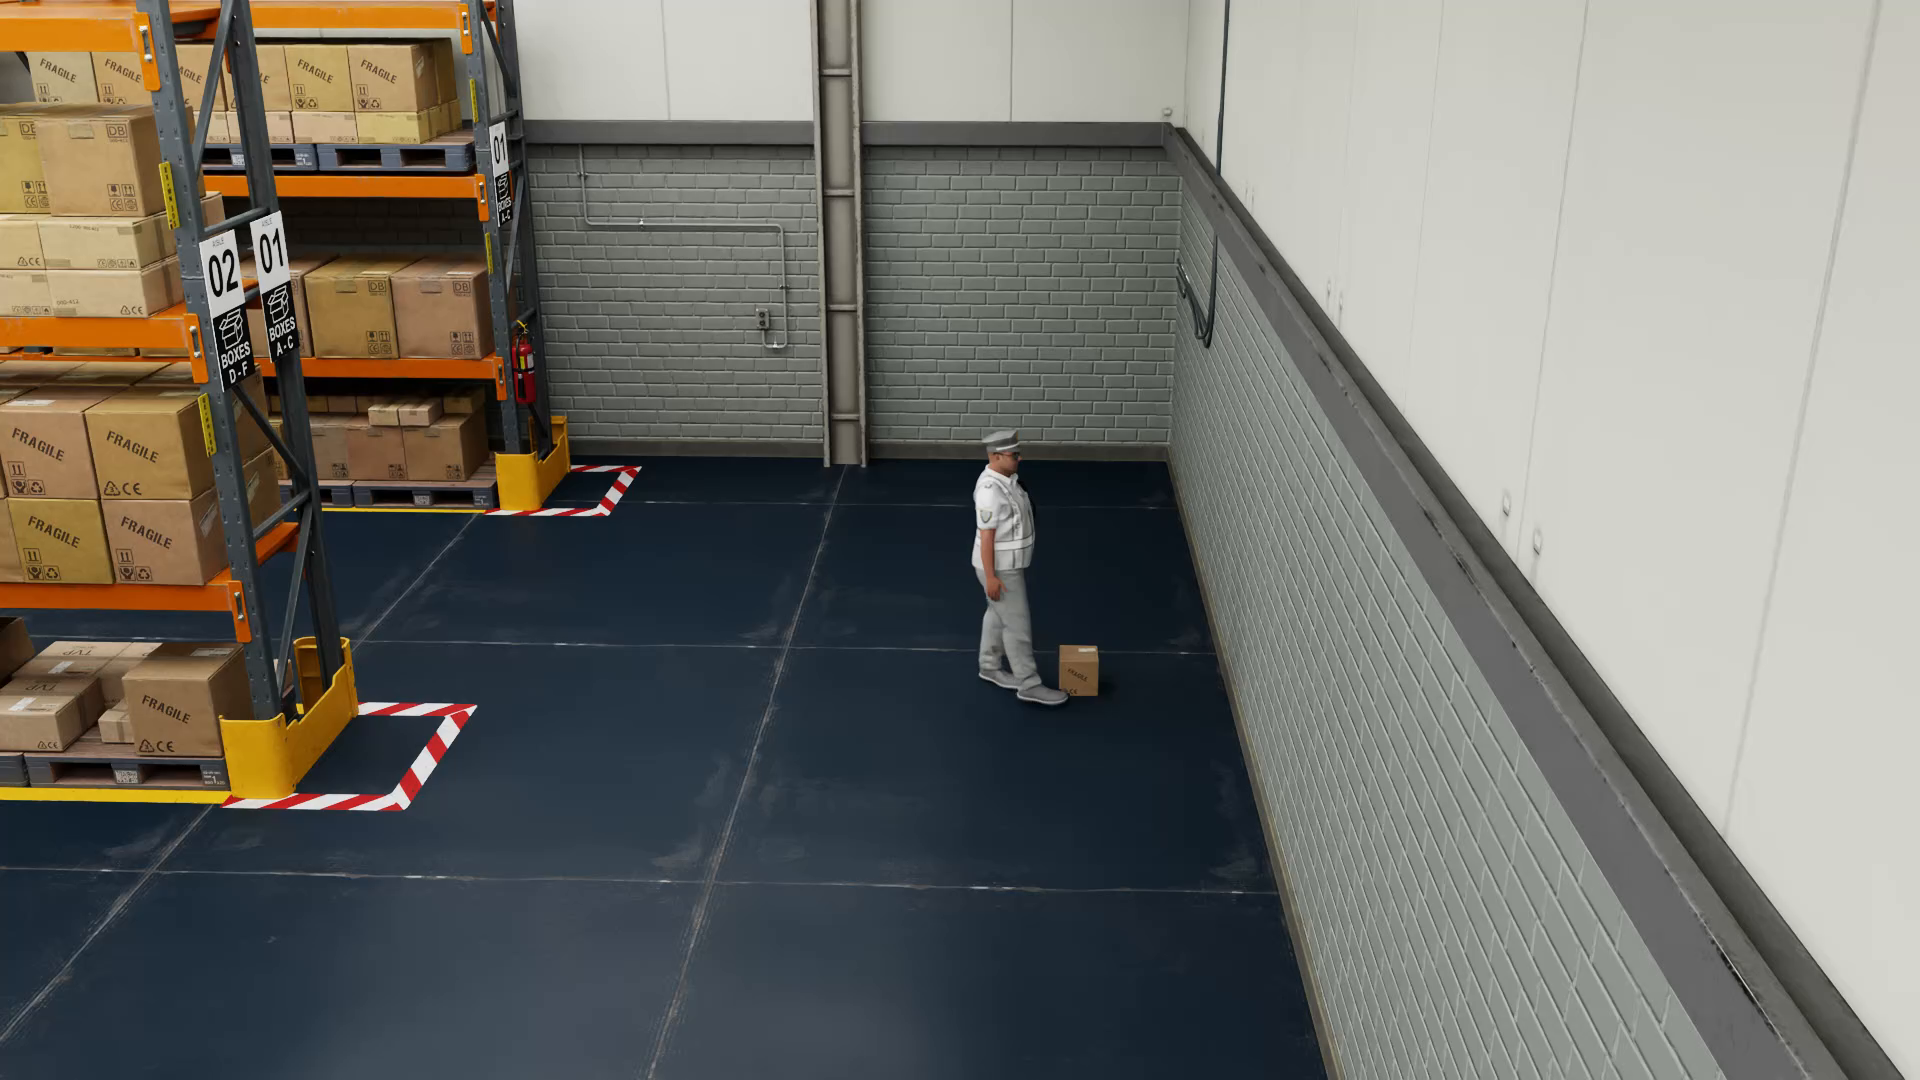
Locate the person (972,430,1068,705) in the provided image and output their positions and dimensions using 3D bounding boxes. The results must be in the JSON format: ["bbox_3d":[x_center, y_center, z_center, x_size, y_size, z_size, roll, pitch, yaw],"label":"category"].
[{"bbox_3d":[0.405,0.153,10.635,0.655,1.755,0.544,4,21,10],"label":"person"}]
